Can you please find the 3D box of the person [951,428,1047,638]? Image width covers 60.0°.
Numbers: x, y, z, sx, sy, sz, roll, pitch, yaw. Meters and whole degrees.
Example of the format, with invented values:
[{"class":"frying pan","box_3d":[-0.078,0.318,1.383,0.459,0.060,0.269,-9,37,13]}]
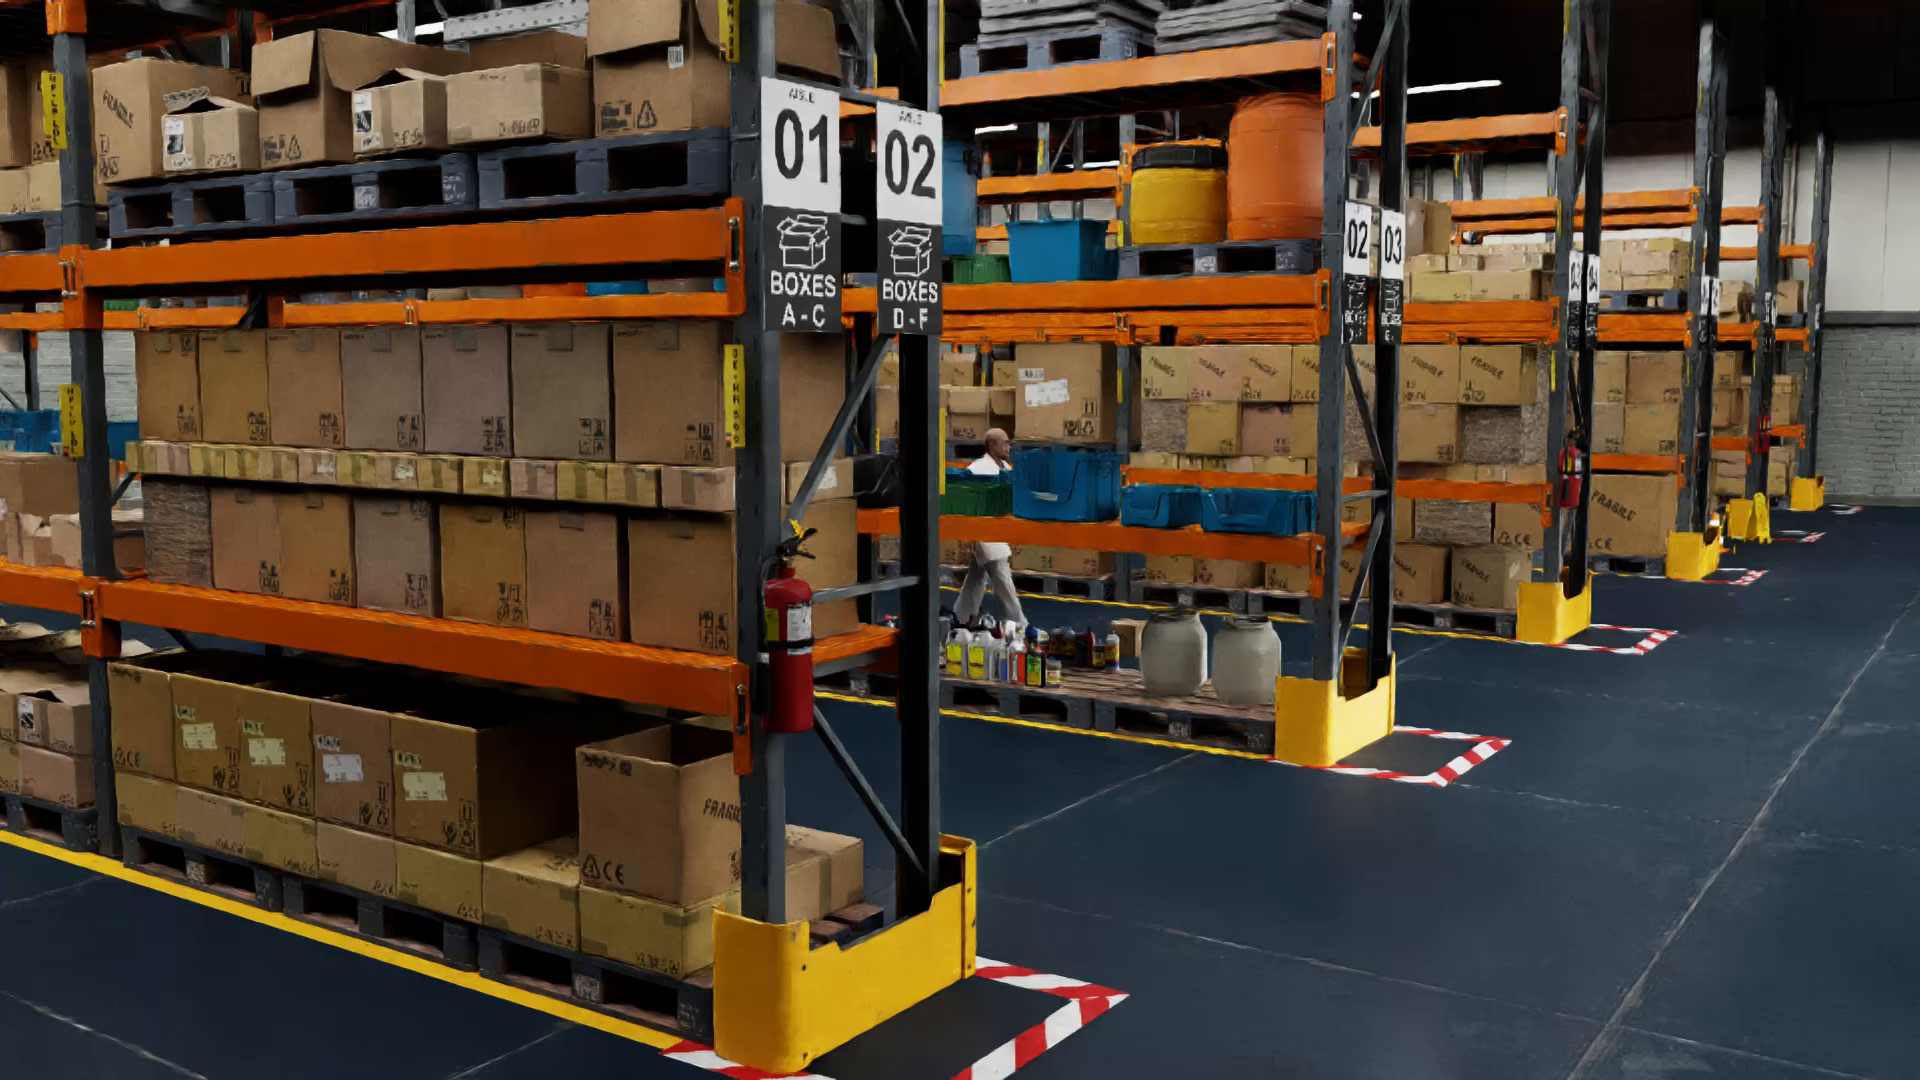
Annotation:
[{"class":"person","box_3d":[0.326,-0.049,13.627,0.925,1.737,0.610,3,7,24]}]
